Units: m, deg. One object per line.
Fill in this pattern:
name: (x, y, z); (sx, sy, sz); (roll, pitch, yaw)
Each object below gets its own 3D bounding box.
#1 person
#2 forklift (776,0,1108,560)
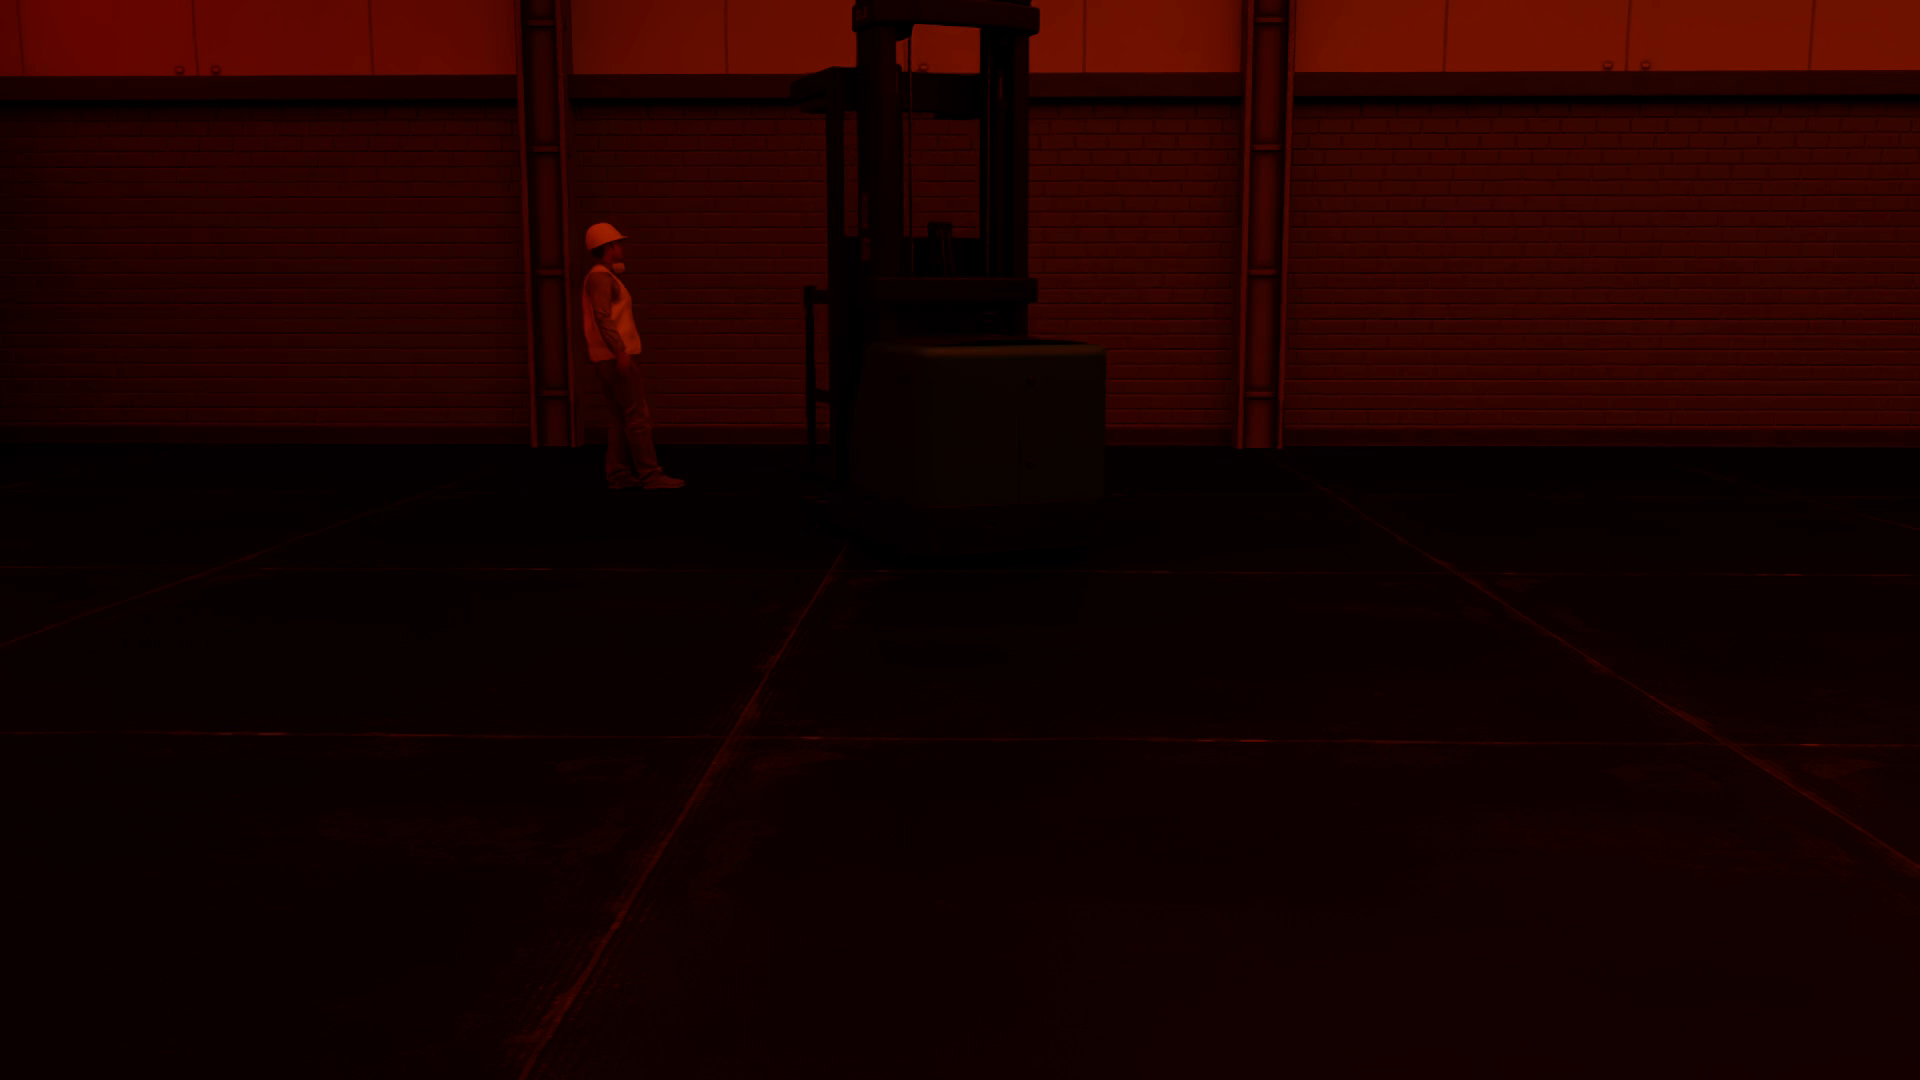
person: (-2.179, -1.217, 11.105); (0.650, 1.773, 0.630); (-2, 9, -12)
forklift: (-0.294, -1.534, 9.337); (1.130, 2.935, 3.031); (-4, 9, -23)
